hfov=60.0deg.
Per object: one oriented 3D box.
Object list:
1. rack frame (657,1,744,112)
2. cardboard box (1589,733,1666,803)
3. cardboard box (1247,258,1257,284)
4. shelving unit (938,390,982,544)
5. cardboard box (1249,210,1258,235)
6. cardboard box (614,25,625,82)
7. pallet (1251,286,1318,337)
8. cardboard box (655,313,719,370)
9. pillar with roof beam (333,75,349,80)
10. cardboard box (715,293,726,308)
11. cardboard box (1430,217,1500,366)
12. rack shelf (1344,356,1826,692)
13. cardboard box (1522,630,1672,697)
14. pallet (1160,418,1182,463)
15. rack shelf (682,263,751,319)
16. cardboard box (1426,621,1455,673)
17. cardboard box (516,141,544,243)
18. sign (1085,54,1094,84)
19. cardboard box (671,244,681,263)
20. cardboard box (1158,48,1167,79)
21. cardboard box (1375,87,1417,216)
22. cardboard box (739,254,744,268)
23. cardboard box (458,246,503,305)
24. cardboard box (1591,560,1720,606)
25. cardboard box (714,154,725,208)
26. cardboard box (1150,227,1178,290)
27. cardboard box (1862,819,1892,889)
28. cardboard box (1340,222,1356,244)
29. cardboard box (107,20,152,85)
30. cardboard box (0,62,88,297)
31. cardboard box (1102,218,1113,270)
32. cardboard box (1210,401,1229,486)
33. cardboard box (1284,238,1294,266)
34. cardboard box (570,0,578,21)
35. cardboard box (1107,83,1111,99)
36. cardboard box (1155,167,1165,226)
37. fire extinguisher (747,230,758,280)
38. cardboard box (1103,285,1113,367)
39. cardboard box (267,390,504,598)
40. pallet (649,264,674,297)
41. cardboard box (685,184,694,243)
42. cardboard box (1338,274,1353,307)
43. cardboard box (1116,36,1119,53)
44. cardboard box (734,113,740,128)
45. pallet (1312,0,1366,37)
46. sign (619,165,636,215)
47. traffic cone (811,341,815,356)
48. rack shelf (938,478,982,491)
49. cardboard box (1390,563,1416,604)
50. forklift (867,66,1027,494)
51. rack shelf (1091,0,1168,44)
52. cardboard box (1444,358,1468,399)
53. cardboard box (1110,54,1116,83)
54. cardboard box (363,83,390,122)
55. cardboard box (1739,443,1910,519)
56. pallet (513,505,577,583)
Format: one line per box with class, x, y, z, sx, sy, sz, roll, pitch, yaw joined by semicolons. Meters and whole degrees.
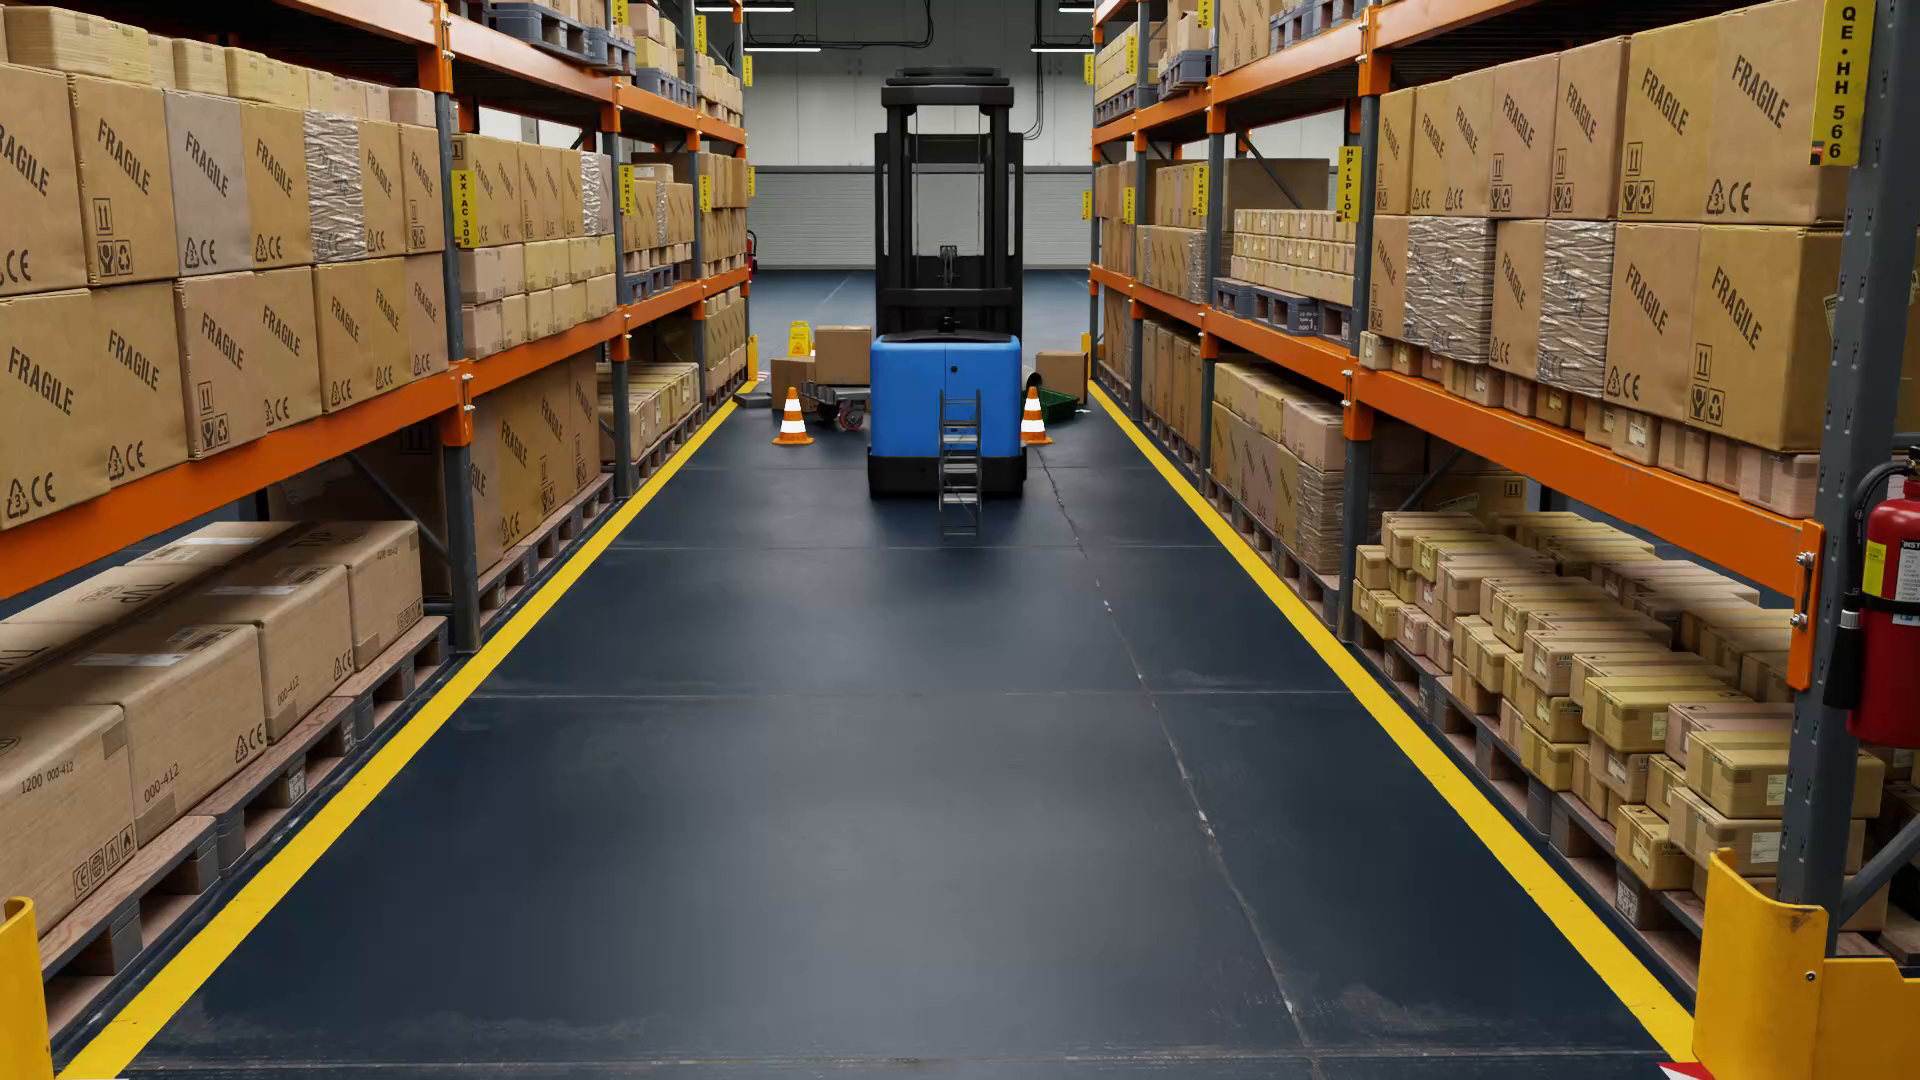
rack frame;-2.932;-6.283;18.396;1.000;3.000;0.127;0;11;-1
cardboard box;2.037;0.636;4.747;0.380;0.149;0.250;-1;11;-3
cardboard box;1.999;-1.679;10.367;0.380;0.149;0.250;0;11;2
shelving unit;0.000;-0.439;9.962;0.258;0.900;0.210;0;11;-1
cardboard box;2.005;-1.973;10.317;0.380;0.149;0.250;0;11;-1
cardboard box;-2.776;-3.460;11.775;0.700;0.500;0.500;0;11;-1
pallet;2.262;-1.306;9.434;1.003;0.211;1.213;0;11;-1
cardboard box;-2.592;-1.892;15.814;0.500;0.500;0.500;0;11;2
pillar with roof beam;-4.601;-7.330;23.558;9.100;9.000;0.400;0;11;-1
cardboard box;-2.555;-2.391;16.640;0.380;0.149;0.250;0;11;2
cardboard box;2.013;-0.895;5.925;0.500;0.500;0.500;0;11;-2
rack shelf;2.304;-0.248;5.546;1.077;0.370;4.000;0;11;-1
cardboard box;1.998;0.387;5.226;0.380;0.149;0.250;0;11;1
pallet;2.217;-0.825;13.597;1.003;0.211;1.213;0;11;-1
rack shelf;-2.891;-2.593;17.104;1.077;0.370;4.000;0;11;-1
cardboard box;2.067;0.419;6.561;0.380;0.149;0.250;0;11;-2
cardboard box;-2.452;-1.786;8.552;0.500;0.500;0.500;-1;11;-3
sign;1.460;-5.320;18.793;0.100;0.325;0.005;0;11;-1
cardboard box;-2.525;-2.375;13.798;0.380;0.149;0.250;0;11;-1
cardboard box;1.860;-4.126;14.339;0.258;0.266;0.396;0;11;-2
cardboard box;2.029;-1.592;6.848;0.500;0.500;0.500;0;11;0
cardboard box;-2.594;-3.096;18.410;0.380;0.149;0.250;0;11;-2
cardboard box;-2.411;-1.218;7.637;0.500;0.250;0.500;-1;11;-3
cardboard box;2.613;0.177;6.261;0.380;0.149;0.250;-1;11;-4
cardboard box;-2.630;-3.423;15.871;0.700;0.500;0.500;0;11;-1
cardboard box;1.858;-2.332;13.757;0.500;0.500;0.500;0;11;-1
cardboard box;2.567;0.831;4.531;0.380;0.149;0.250;0;11;-1
cardboard box;2.053;-1.505;8.011;0.380;0.149;0.250;-1;11;-3
cardboard box;-2.323;-1.247;4.265;0.380;0.149;0.250;-1;11;-3
cardboard box;-2.327;-0.798;3.682;0.500;0.500;0.500;0;11;-2
cardboard box;1.987;-3.162;17.725;0.875;0.550;0.550;0;11;-1
cardboard box;1.940;-0.632;10.862;0.500;0.500;0.500;-1;11;-4
cardboard box;2.027;-1.615;9.303;0.380;0.149;0.250;0;11;1
cardboard box;-2.388;-3.090;9.485;0.396;0.266;0.258;-1;11;-3
cardboard box;1.727;-4.665;17.288;0.380;0.149;0.250;0;11;-2
cardboard box;2.114;-3.029;14.677;0.700;0.500;0.500;0;11;-2
fire extinguisher;-2.474;-3.330;19.122;0.296;0.674;0.183;0;11;-1
cardboard box;2.095;-2.413;18.698;0.875;0.875;0.875;0;11;-1
cardboard box;-2.777;-0.245;8.010;0.875;0.875;0.875;0;11;1
pallet;-2.849;-2.052;13.112;1.003;0.211;1.213;0;11;-1
cardboard box;-2.610;-2.858;14.544;0.500;0.500;0.500;0;11;-2
cardboard box;2.051;-1.210;8.057;0.380;0.149;0.250;0;11;-1
cardboard box;1.746;-4.903;16.457;0.380;0.149;0.250;0;11;-2
cardboard box;-2.607;-4.571;18.132;0.380;0.149;0.250;0;11;-1
pallet;2.357;-2.499;7.761;1.213;0.211;1.003;0;11;-1
sign;-2.212;-2.323;11.053;0.100;0.325;0.005;0;11;-1
traffic cone;-1.633;-2.020;18.850;0.336;0.463;0.334;0;11;-1
rack shelf;0.000;-0.319;9.986;0.258;0.077;0.200;0;11;-1
cardboard box;2.045;0.171;7.038;0.380;0.149;0.250;0;11;-1
forklift;-0.076;-1.996;12.528;1.130;2.935;3.031;0;11;1
rack shelf;2.056;-5.377;16.747;1.077;0.370;4.000;0;11;-1
cardboard box;2.019;-0.609;6.148;0.380;0.149;0.250;0;11;0
cardboard box;1.801;-4.783;16.866;0.500;0.250;0.500;0;11;-1
cardboard box;-2.463;-1.702;6.505;0.380;0.149;0.250;0;11;0
cardboard box;2.056;-0.143;3.853;0.380;0.149;0.250;0;11;-1
pallet;-2.803;0.013;9.465;1.003;0.211;1.213;0;11;-1
